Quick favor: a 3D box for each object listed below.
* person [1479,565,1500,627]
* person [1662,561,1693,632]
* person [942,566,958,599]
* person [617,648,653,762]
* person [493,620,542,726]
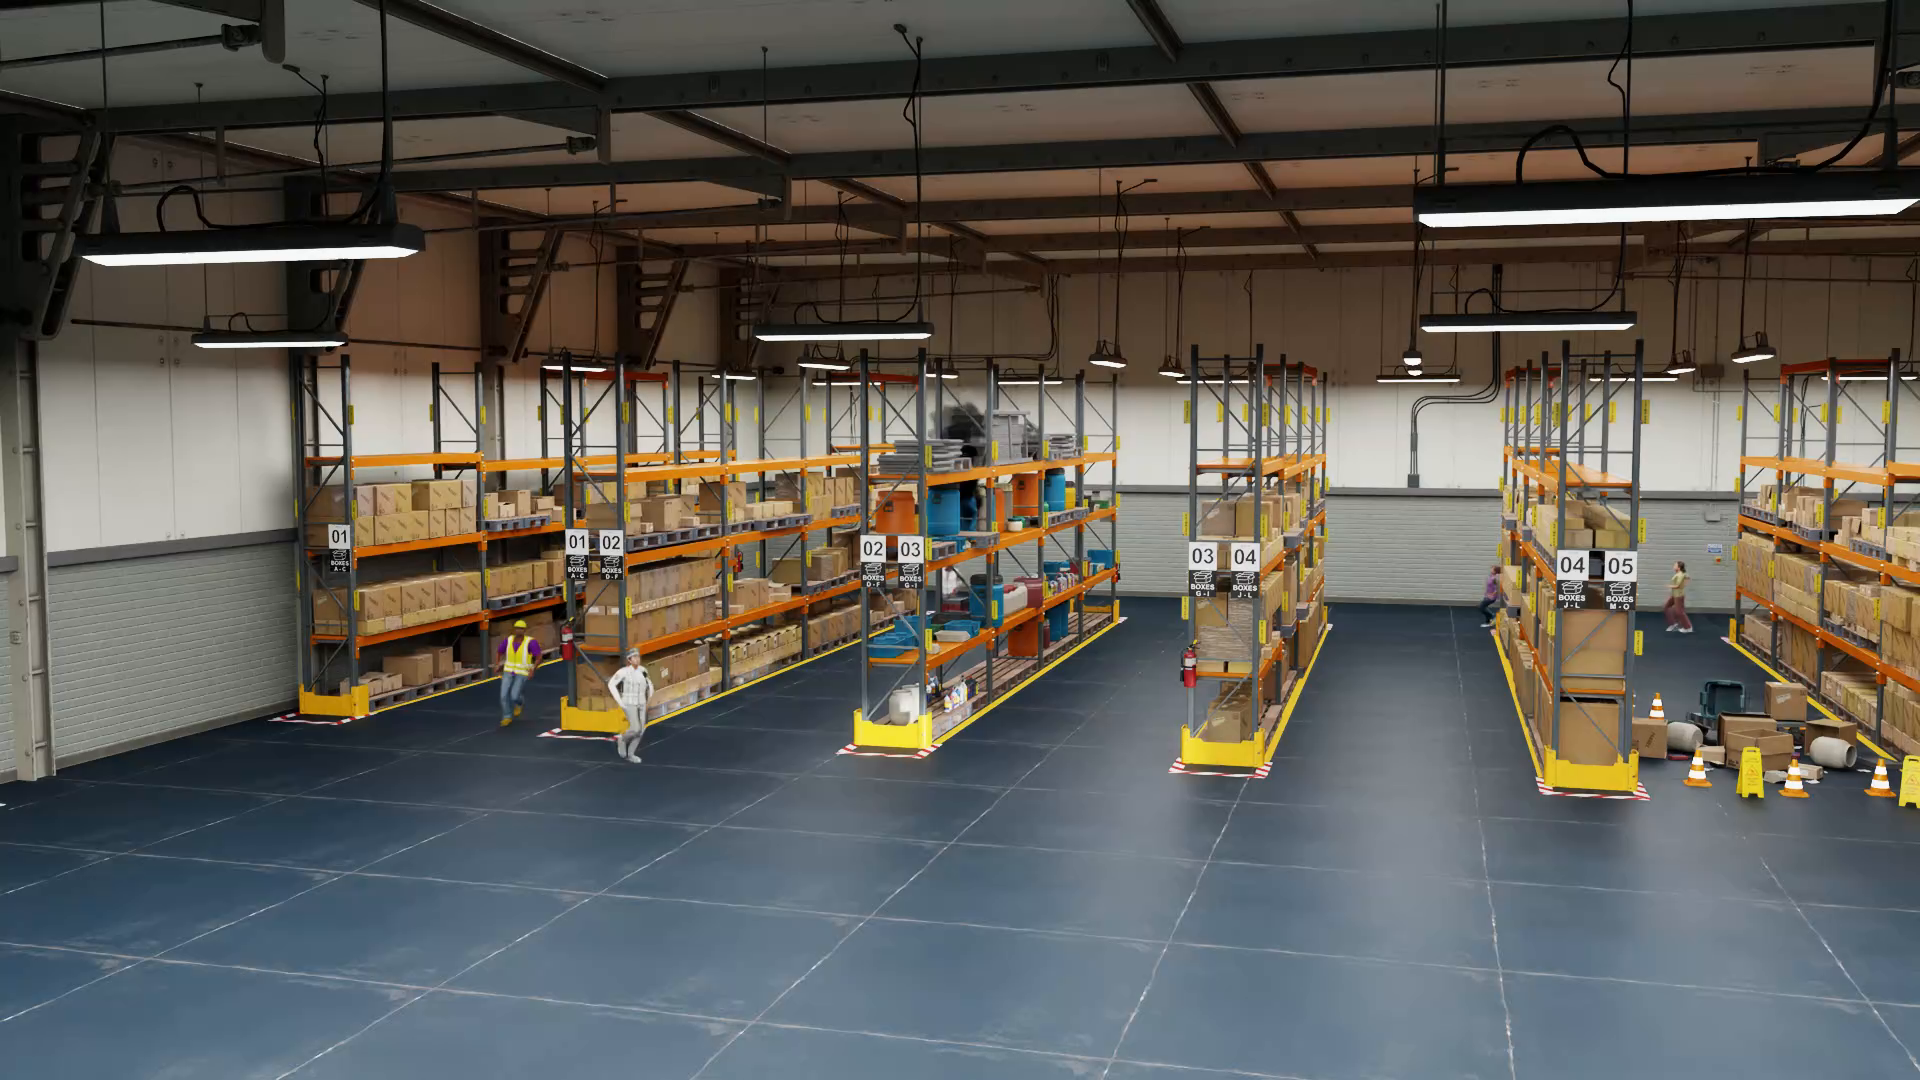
[{"bbox_3d":[12.471,1.330,39.177,0.481,1.508,0.626,1,4,13],"label":"person"},{"bbox_3d":[16.498,1.323,38.158,0.659,1.661,0.568,1,4,14],"label":"person"},{"bbox_3d":[-0.290,1.235,38.738,0.531,1.736,0.508,1,4,8],"label":"person"},{"bbox_3d":[-4.688,2.376,23.906,0.486,1.669,0.509,-4,6,-43],"label":"person"},{"bbox_3d":[-7.176,2.144,26.962,0.750,1.714,0.554,0,4,6],"label":"person"}]
